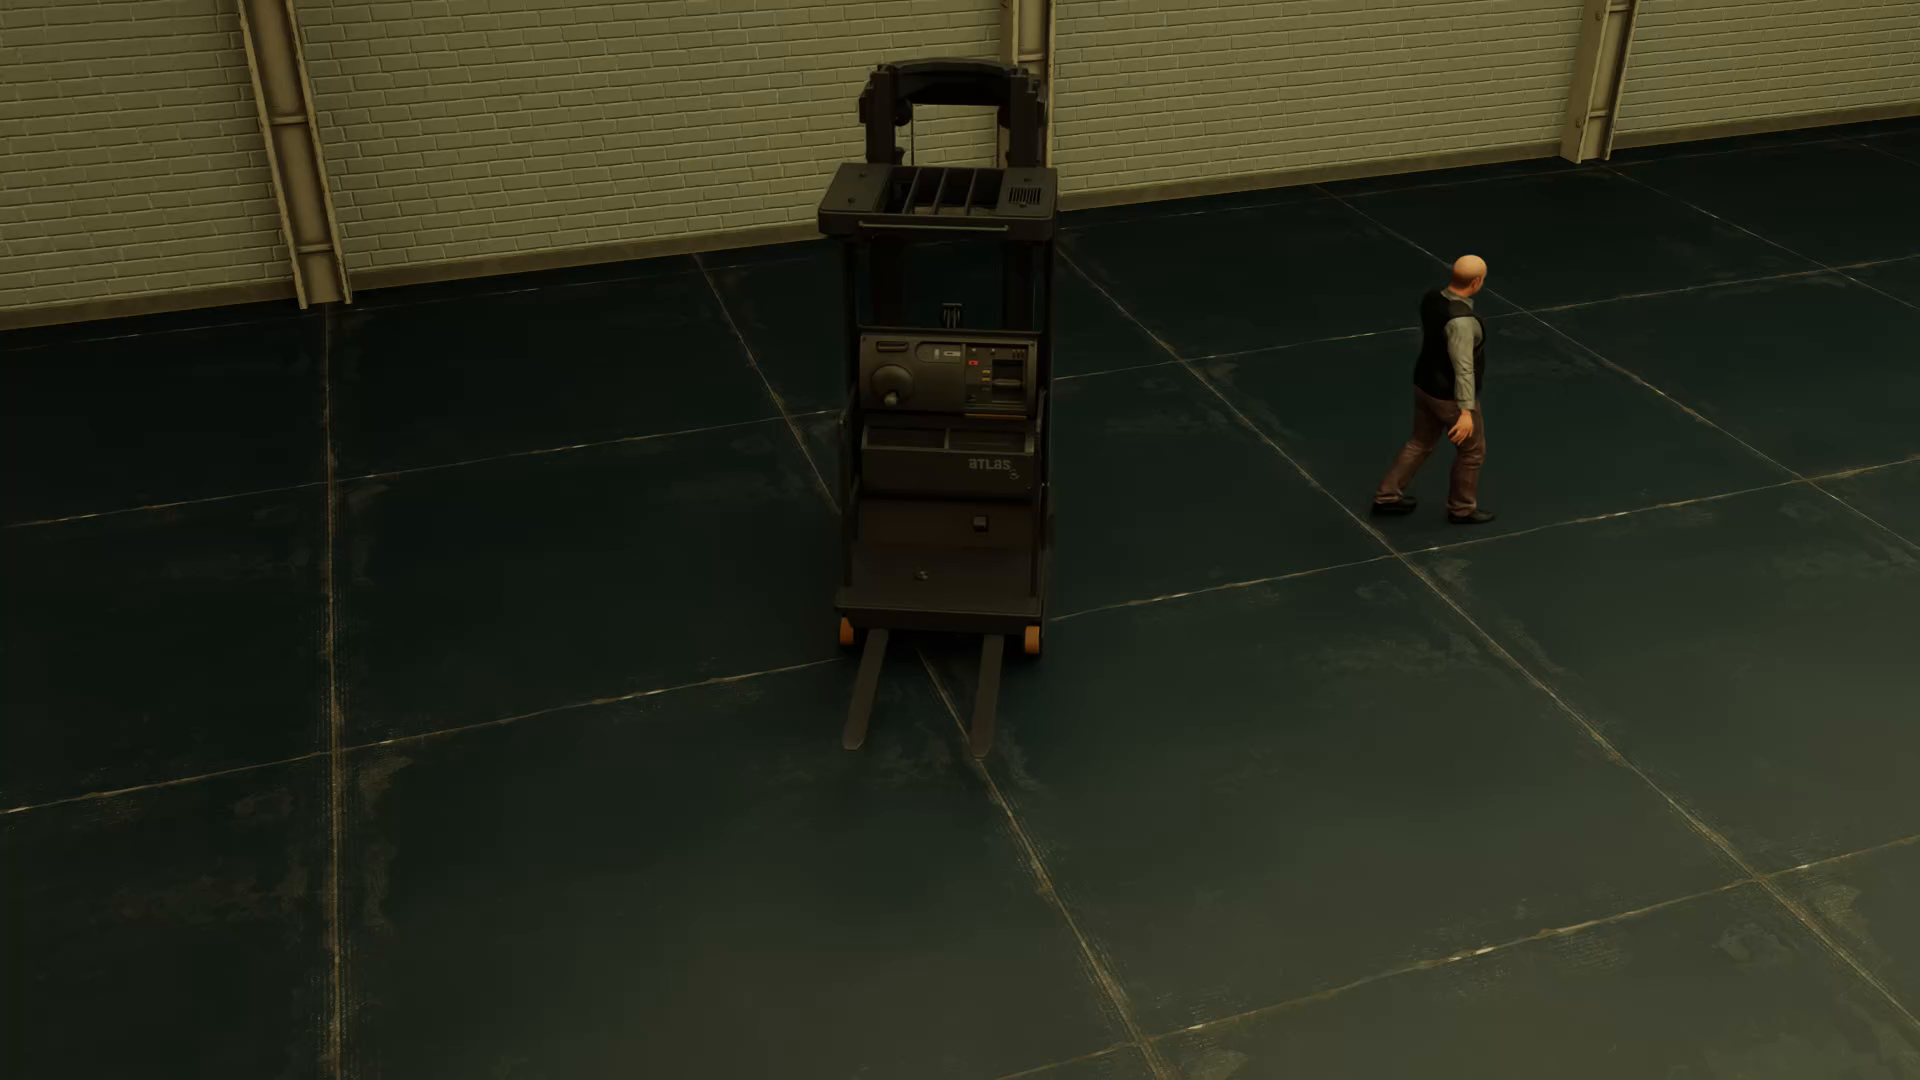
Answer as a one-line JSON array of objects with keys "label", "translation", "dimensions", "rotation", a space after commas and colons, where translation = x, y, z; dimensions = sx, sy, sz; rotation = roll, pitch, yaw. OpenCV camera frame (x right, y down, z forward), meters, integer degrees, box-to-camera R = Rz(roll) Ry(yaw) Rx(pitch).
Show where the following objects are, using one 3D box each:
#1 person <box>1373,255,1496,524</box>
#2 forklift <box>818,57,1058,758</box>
[{"label": "person", "translation": [2.940, -0.866, 9.849], "dimensions": [0.756, 1.701, 0.943], "rotation": [-6, 31, -11]}, {"label": "forklift", "translation": [-0.080, -0.825, 8.521], "dimensions": [1.130, 2.935, 3.031], "rotation": [3, 30, 4]}]
